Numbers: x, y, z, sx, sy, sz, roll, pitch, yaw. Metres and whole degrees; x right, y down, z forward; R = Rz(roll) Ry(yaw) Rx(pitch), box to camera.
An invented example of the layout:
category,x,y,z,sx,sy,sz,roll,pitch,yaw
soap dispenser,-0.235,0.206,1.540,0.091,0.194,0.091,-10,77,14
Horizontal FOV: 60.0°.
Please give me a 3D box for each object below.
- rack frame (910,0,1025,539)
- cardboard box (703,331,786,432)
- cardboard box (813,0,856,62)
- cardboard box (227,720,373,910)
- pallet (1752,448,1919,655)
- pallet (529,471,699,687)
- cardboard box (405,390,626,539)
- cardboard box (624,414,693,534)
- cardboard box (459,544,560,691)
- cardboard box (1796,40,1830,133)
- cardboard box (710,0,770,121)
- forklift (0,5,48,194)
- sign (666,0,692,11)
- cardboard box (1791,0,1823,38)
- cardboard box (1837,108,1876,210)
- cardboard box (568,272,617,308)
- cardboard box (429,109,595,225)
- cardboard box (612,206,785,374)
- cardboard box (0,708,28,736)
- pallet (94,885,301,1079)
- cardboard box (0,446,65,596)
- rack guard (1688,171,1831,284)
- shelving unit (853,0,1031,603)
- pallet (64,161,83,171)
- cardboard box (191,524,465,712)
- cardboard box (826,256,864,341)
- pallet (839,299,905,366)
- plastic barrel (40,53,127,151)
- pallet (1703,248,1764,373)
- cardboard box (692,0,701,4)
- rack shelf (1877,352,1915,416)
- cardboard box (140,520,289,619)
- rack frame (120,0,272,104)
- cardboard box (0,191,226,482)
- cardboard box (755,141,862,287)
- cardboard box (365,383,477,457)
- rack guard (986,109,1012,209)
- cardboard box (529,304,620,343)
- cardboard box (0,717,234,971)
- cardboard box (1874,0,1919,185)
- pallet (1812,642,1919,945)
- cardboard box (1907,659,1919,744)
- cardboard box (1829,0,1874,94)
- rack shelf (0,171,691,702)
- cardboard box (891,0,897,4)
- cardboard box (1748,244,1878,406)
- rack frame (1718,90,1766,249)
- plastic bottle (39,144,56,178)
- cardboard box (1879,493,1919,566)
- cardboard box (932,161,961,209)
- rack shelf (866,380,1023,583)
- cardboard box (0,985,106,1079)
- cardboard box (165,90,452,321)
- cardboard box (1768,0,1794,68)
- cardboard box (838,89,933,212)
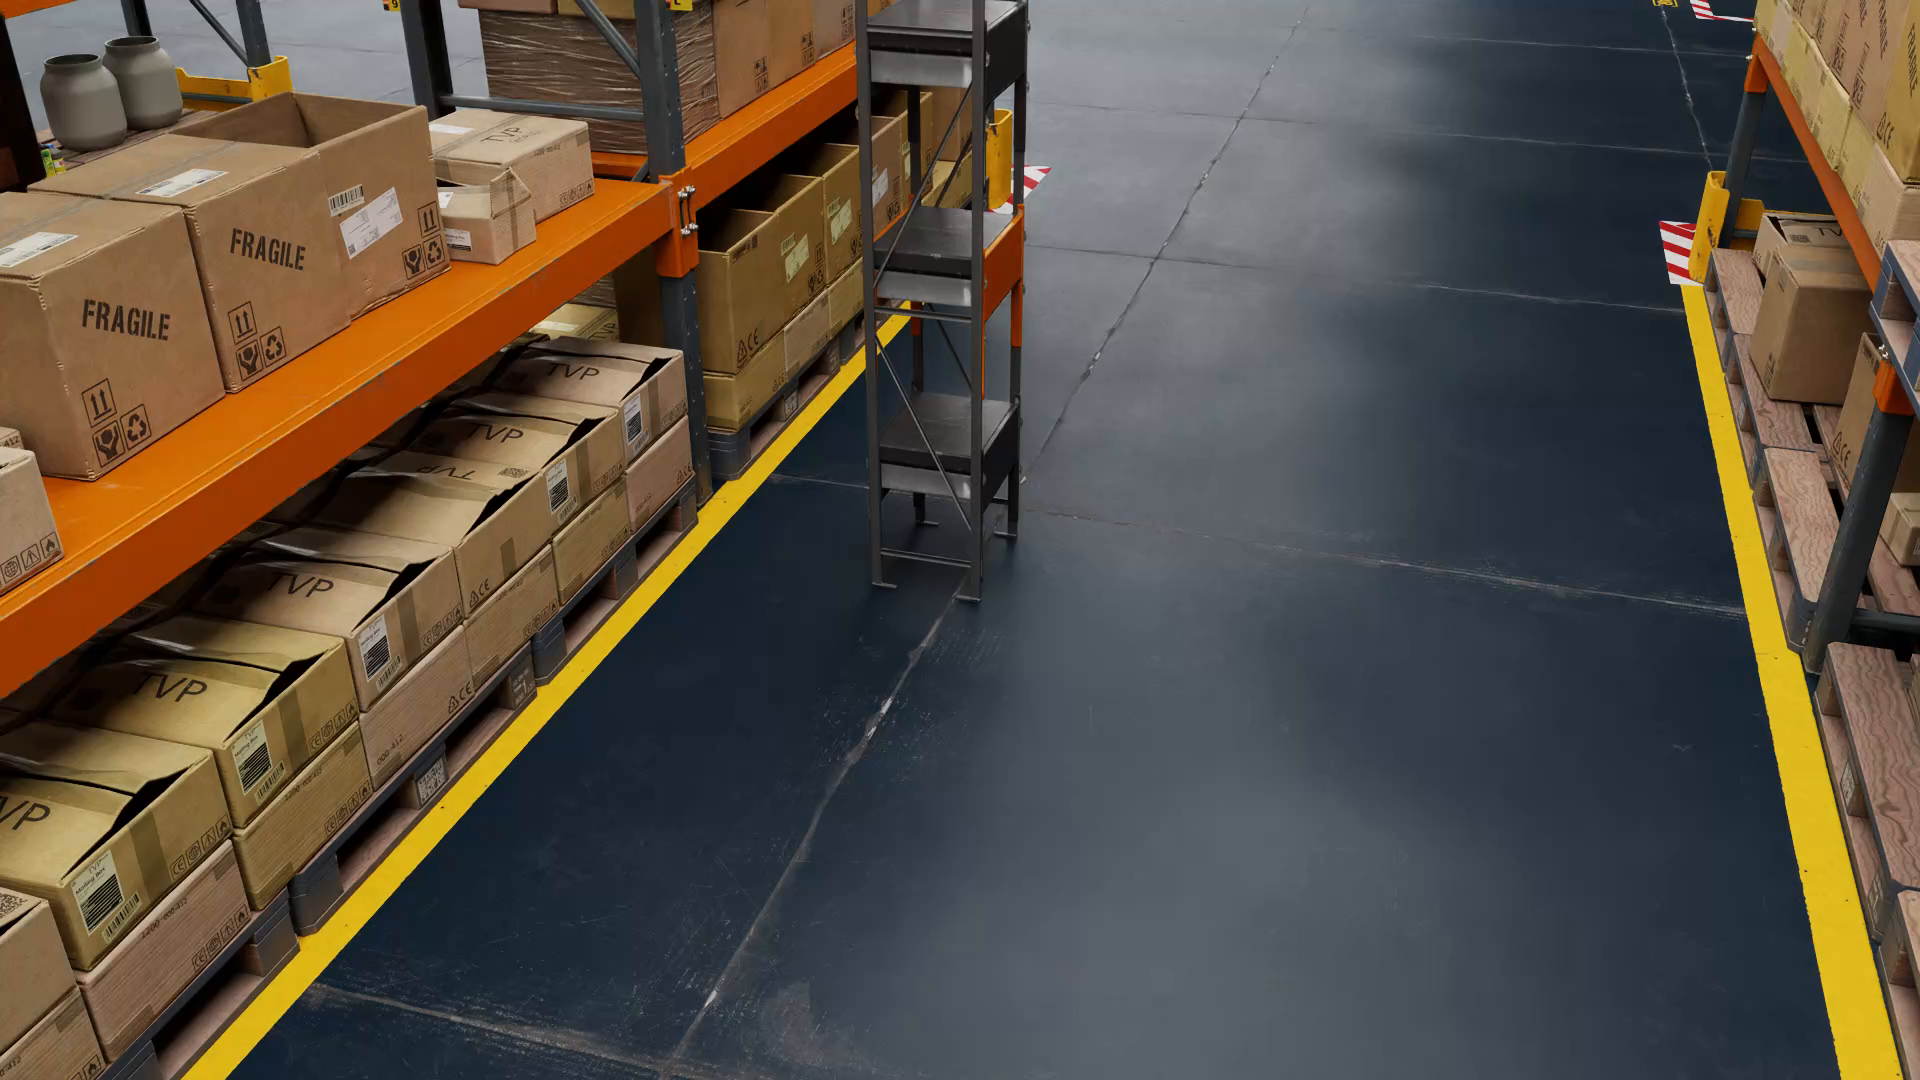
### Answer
category,x,y,z,sx,sy,sz,roll,pitch,yaw
rack frame,0.023,-0.954,5.805,0.400,2.100,0.015,8,30,15
cardboard box,-1.043,-0.683,6.788,0.500,0.250,0.500,8,30,15
cardboard box,-0.896,-2.496,7.549,0.700,0.500,0.500,9,30,16
cardboard box,-1.915,0.671,4.355,0.500,0.250,0.500,8,30,14
pallet,3.431,0.078,5.893,1.003,0.211,1.213,8,30,15
pallet,-1.648,0.038,5.965,1.003,0.211,1.213,8,30,15
cardboard box,-1.460,-0.284,5.494,0.500,0.311,0.500,9,30,16
cardboard box,-1.314,-0.276,6.058,0.500,0.250,0.500,8,30,14
cardboard box,-1.613,0.196,5.208,0.500,0.250,0.500,9,30,16
cardboard box,3.551,-1.730,6.408,0.500,0.250,0.500,9,30,15
cardboard box,-1.196,-2.025,6.703,0.700,0.500,0.500,8,30,14
forklift,-3.517,-0.888,4.831,1.130,2.935,3.031,9,30,16
sign,-0.947,-1.927,5.519,0.100,0.325,0.005,8,30,15
cardboard box,3.702,-2.307,6.674,0.500,0.500,0.500,8,30,13
cardboard box,3.271,-1.260,5.564,0.500,0.250,0.500,9,30,15
cardboard box,-1.384,-1.316,7.154,0.500,0.500,0.500,8,30,15
cardboard box,-1.572,-1.228,5.526,0.500,0.250,0.500,10,31,18
cardboard box,-1.033,-1.009,6.603,0.500,0.500,0.500,8,30,15
cardboard box,-2.578,0.582,3.937,0.500,0.311,0.500,8,30,14
pallet,-2.364,1.172,3.926,1.003,0.211,1.213,8,30,15
cardboard box,-2.195,-0.019,3.290,0.500,0.311,0.500,8,30,14
rack guard,4.419,-1.555,8.530,1.175,0.500,0.348,8,30,15
shelving unit,-0.049,-0.841,5.601,0.431,2.100,0.503,8,30,15
pallet,-5.610,-1.894,9.437,1.003,0.211,1.213,8,30,15
cardboard box,-1.760,0.181,4.659,0.500,0.311,0.500,8,30,14
cardboard box,-0.740,-1.146,7.621,0.500,0.250,0.500,8,30,15
pallet,-0.839,-1.242,8.266,1.003,0.211,1.213,8,30,15
plastic barrel,-5.296,-2.643,10.042,0.421,0.512,0.421,0,29,0
pallet,4.147,-1.056,7.931,1.003,0.211,1.213,8,30,15
cardboard box,-1.131,-2.070,6.115,0.380,0.149,0.250,9,30,16
rack shelf,2.681,0.420,3.149,1.077,0.370,4.000,8,30,15
cardboard box,-2.278,0.116,4.776,0.500,0.311,0.500,9,30,16
rack frame,-5.029,-4.096,10.527,1.000,3.000,0.127,8,30,15
cardboard box,-2.166,-0.495,3.952,0.500,0.500,0.500,7,30,12
cardboard box,-0.740,-1.474,7.439,0.500,0.500,0.500,8,30,15
cardboard box,-1.980,-0.367,5.644,0.500,0.311,0.500,8,30,14
rack guard,-0.288,-2.306,9.882,1.175,0.500,0.348,8,30,15
cardboard box,-1.542,-0.757,6.922,0.500,0.250,0.500,8,30,15
cardboard box,-2.062,0.657,3.804,0.500,0.311,0.500,8,30,14
cardboard box,3.111,-1.358,4.968,0.500,0.500,0.500,8,30,15
pallet,3.041,0.757,4.672,1.003,0.211,1.213,8,30,15
cardboard box,3.068,0.421,4.526,0.700,0.500,0.500,10,30,17
cardboard box,3.410,-1.823,5.805,0.500,0.500,0.500,8,30,13
rack shelf,-2.056,-0.285,4.416,1.077,0.370,4.000,8,30,15
cardboard box,-0.594,-2.971,8.403,0.700,0.500,0.500,9,30,16
cardboard box,3.722,-0.875,6.856,0.700,0.500,0.500,7,30,12
rack frame,4.442,-2.682,7.986,1.000,3.000,0.127,8,30,15
plastic bottle,-5.166,-2.128,9.332,0.061,0.283,0.133,9,30,16
cardboard box,3.396,-0.030,5.681,0.380,0.166,0.250,5,29,8
cardboard box,-0.305,-1.844,8.876,0.500,0.250,0.500,8,30,15
rack shelf,-0.049,-0.217,5.948,0.431,0.518,0.480,8,30,15
cardboard box,-2.209,1.147,3.499,0.500,0.250,0.500,8,30,15
cardboard box,-1.865,-0.973,4.810,0.500,0.500,0.500,11,31,18
cardboard box,3.856,-2.201,7.254,0.500,0.250,0.500,8,30,13
cardboard box,-0.447,-1.939,8.274,0.500,0.500,0.500,8,30,15
